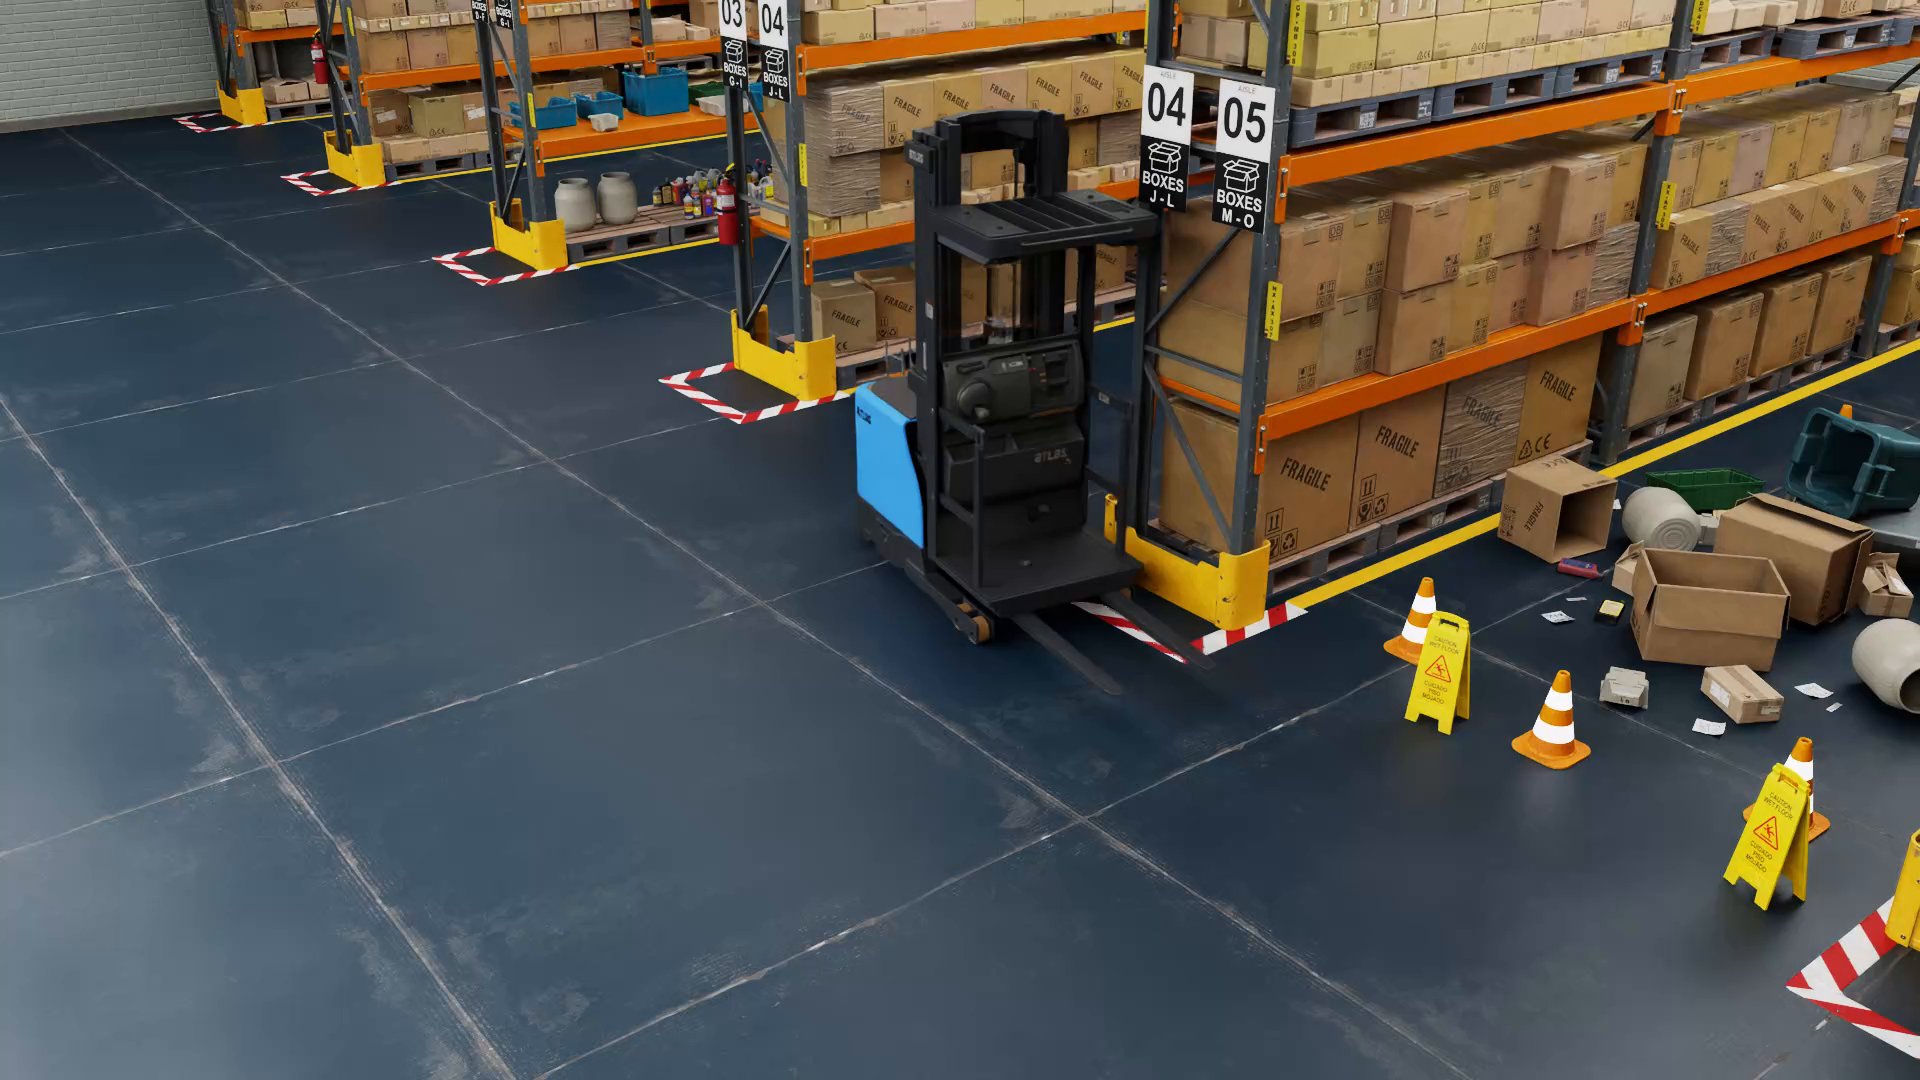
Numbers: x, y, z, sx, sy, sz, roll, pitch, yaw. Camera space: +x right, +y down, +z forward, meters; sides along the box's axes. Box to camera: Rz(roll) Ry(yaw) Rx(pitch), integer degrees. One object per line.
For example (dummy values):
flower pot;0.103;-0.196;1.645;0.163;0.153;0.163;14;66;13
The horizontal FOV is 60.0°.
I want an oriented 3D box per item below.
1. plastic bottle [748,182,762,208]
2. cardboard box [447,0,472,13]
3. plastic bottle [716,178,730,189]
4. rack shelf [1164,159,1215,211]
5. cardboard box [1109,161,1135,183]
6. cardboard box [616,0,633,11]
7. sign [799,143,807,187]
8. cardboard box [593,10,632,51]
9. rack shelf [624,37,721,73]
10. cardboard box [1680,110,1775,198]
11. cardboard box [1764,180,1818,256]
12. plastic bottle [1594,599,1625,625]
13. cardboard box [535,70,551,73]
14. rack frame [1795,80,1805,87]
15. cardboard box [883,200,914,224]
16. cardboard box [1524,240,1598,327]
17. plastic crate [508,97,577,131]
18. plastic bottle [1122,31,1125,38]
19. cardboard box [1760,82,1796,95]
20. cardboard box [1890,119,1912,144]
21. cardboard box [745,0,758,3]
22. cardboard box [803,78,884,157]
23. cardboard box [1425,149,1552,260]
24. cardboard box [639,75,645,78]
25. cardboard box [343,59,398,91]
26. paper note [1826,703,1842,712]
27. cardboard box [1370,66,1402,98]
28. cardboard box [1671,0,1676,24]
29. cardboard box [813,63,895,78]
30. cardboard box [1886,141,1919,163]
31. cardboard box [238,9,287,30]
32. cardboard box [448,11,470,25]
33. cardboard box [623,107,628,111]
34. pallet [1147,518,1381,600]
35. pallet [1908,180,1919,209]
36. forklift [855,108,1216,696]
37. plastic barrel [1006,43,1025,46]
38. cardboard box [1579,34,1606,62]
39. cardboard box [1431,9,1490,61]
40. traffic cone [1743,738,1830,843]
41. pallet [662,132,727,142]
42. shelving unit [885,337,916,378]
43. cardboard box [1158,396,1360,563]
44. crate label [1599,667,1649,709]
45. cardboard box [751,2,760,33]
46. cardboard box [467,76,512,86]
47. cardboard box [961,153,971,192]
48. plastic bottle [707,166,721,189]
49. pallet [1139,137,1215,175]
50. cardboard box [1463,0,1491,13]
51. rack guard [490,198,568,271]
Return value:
plastic bottle;-2.333;-3.919;18.843;0.135;0.276;0.152;-18;30;-33
cardboard box;-6.446;-7.029;21.172;0.500;0.500;0.700;-18;30;-34
plastic bottle;-2.731;-4.082;19.195;0.135;0.276;0.152;-18;31;-34
rack shelf;3.162;-3.944;17.040;4.000;0.370;1.077;-18;31;-34
cardboard box;1.398;-3.422;15.359;0.250;0.149;0.380;-18;31;-34
cardboard box;-4.604;-7.232;22.380;0.250;0.149;0.380;-18;31;-34
sign;-1.225;-2.925;12.961;0.005;0.325;0.100;-18;31;-34
cardboard box;-4.867;-6.962;22.569;0.500;0.500;0.700;-19;31;-35
rack shelf;-2.948;-7.227;24.114;4.000;0.370;1.077;-18;31;-34
cardboard box;5.758;-2.977;12.795;0.500;0.500;0.700;-18;30;-34
cardboard box;6.341;-2.567;13.099;0.500;0.500;0.500;-18;30;-33
plastic bottle;4.013;0.430;10.250;0.133;0.061;0.283;15;29;29
cardboard box;-7.013;-7.936;27.234;0.500;0.500;0.700;-17;30;-32
rack frame;11.031;-6.868;22.486;0.127;3.000;1.000;-18;31;-34
cardboard box;-0.590;-2.784;13.983;0.250;0.149;0.380;-18;31;-34
cardboard box;3.867;-1.900;11.602;0.550;0.550;0.875;-18;31;-34
plastic crate;-4.407;-4.515;17.591;0.616;0.251;0.499;-18;31;-34
plastic bottle;2.171;-6.754;22.392;0.097;0.271;0.097;0;25;0
cardboard box;10.577;-5.902;22.430;0.875;0.875;0.875;-18;31;-34
cardboard box;8.203;-3.524;14.374;0.250;0.149;0.380;-18;31;-34
cardboard box;-1.534;-4.361;13.225;0.250;0.149;0.380;-18;31;-34
cardboard box;-0.959;-3.399;13.350;0.500;0.500;0.500;-18;31;-34
cardboard box;3.387;-2.279;11.137;0.550;0.550;0.875;-18;31;-34
cardboard box;-4.380;-6.432;23.646;0.500;0.311;0.500;-18;31;-34
cardboard box;-9.072;-7.173;25.588;0.500;0.500;0.700;-21;32;-37
paper note;4.857;0.929;9.237;0.123;0.001;0.032;-18;31;-34
cardboard box;2.287;-2.639;9.492;0.250;0.149;0.380;-18;30;-34
cardboard box;5.026;-3.847;11.973;0.500;0.250;0.500;-18;30;-33
cardboard box;-0.889;-3.702;14.005;0.500;0.500;0.500;-18;31;-34
cardboard box;8.221;-3.391;14.441;0.250;0.149;0.380;-17;30;-32
cardboard box;-10.149;-7.597;24.211;0.500;0.250;0.500;-19;31;-35
cardboard box;-6.416;-6.634;21.091;0.250;0.149;0.380;-19;31;-36
cardboard box;-4.752;-5.784;22.918;0.500;0.250;0.500;-18;31;-34
pallet;2.002;-0.012;11.024;1.213;0.211;1.003;-18;31;-34
pallet;8.212;-3.254;14.927;1.003;0.211;1.213;-18;31;-34
forklift;0.423;-0.924;9.759;1.130;2.935;3.031;-12;28;-25
plastic barrel;0.670;-6.034;20.556;0.421;0.512;0.421;0;25;0
cardboard box;3.878;-3.164;10.623;0.250;0.149;0.380;-18;30;-34
cardboard box;2.755;-3.010;9.817;0.500;0.250;0.500;-19;31;-34
traffic cone;4.098;1.182;8.153;0.334;0.463;0.336;-18;31;-34
pallet;-3.966;-5.973;23.870;1.213;0.211;1.003;-18;31;-34
shelving unit;-0.350;-0.783;11.494;0.189;1.200;0.258;-14;25;-28
cardboard box;1.914;-0.468;10.719;0.875;0.875;0.875;-18;30;-34
crate label;3.726;0.826;9.307;0.250;0.136;0.298;10;27;20
cardboard box;-1.337;-4.214;13.382;0.500;0.250;0.500;-17;30;-33
cardboard box;-6.259;-5.910;22.298;0.500;0.500;0.500;-18;31;-34
cardboard box;-0.370;-3.311;14.350;0.500;0.500;0.875;-18;31;-34
plastic bottle;-2.843;-4.158;19.271;0.185;0.351;0.144;-19;31;-34
pallet;2.279;-3.815;16.134;1.213;0.211;1.003;-18;31;-34
cardboard box;2.881;-3.198;9.748;0.250;0.149;0.380;-19;31;-35
rack guard;-4.585;-3.254;17.668;0.348;0.500;1.175;-18;31;-34
